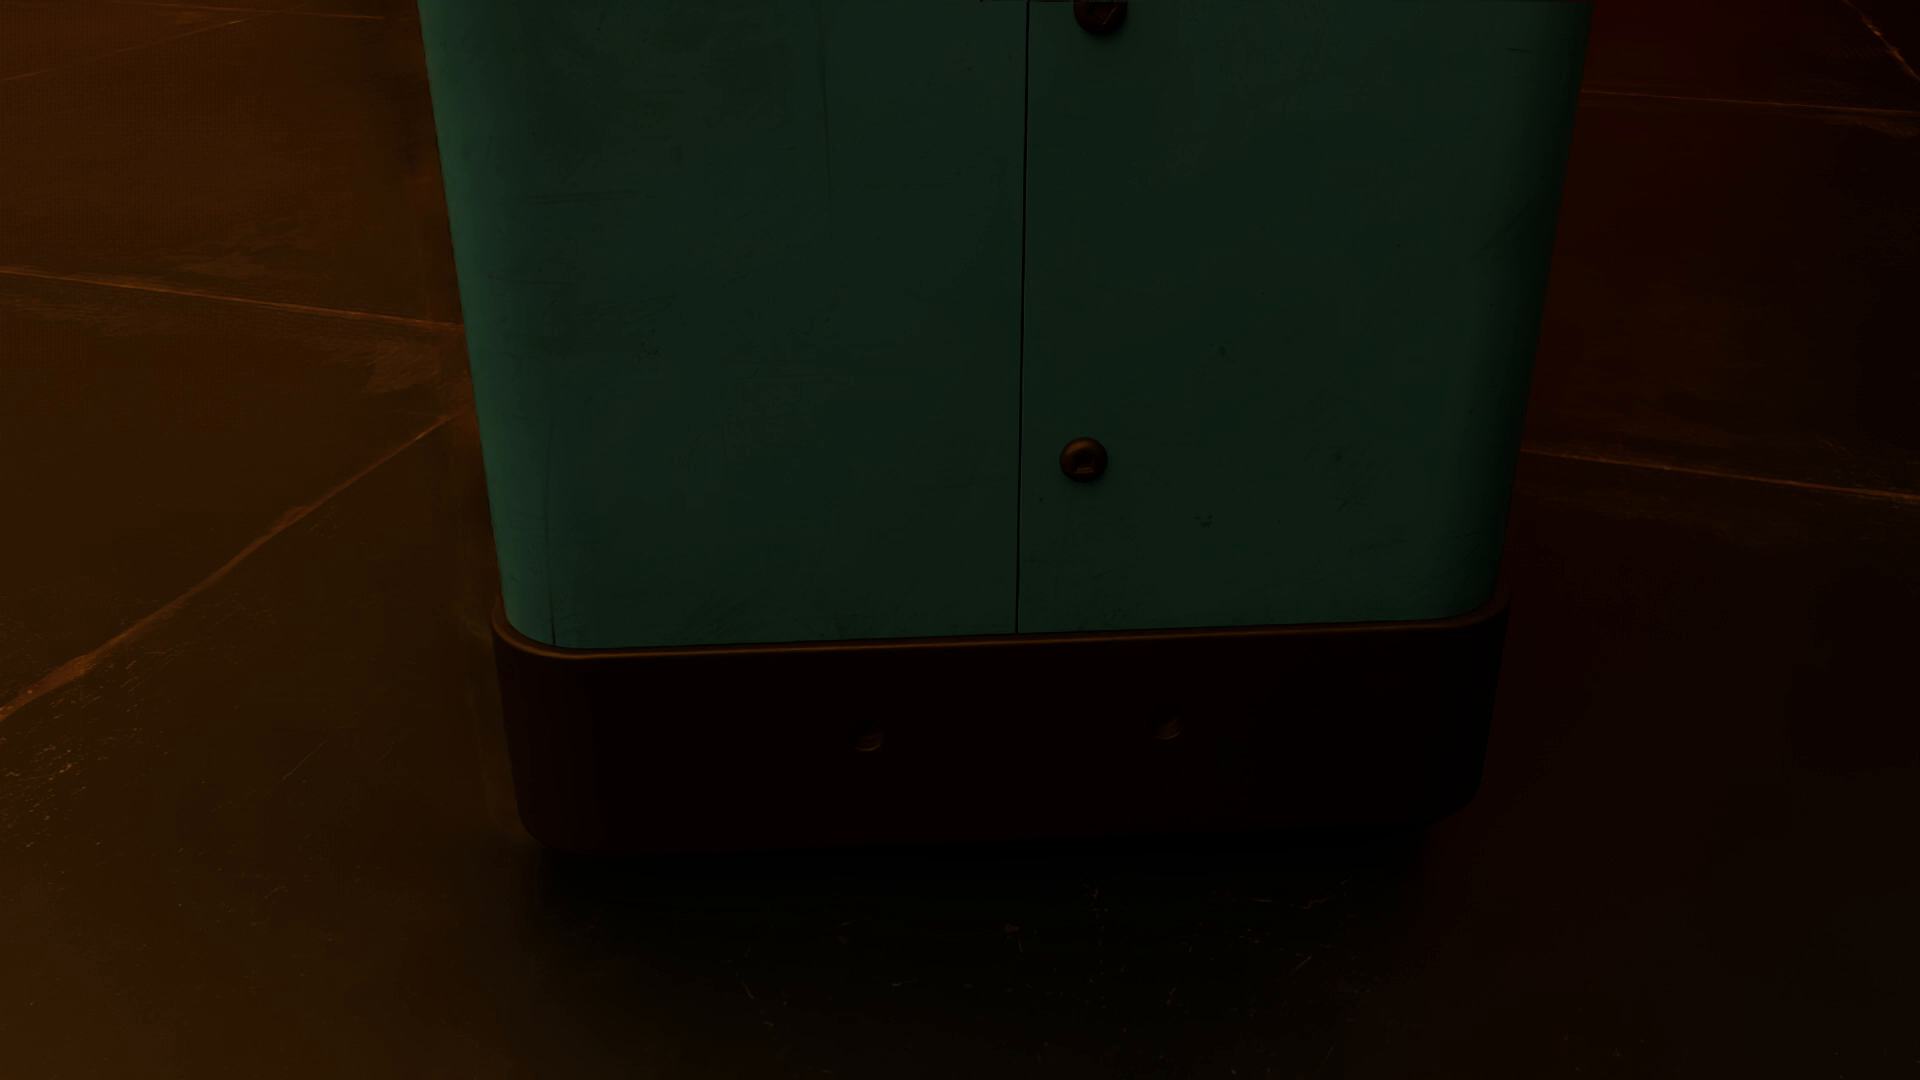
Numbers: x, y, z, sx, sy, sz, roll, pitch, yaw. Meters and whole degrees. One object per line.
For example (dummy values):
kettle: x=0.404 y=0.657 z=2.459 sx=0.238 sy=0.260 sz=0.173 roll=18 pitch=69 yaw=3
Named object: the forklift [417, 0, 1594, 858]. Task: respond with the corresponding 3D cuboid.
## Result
forklift: x=-0.048 y=-1.615 z=2.441 sx=1.130 sy=2.935 sz=3.031 roll=-2 pitch=27 yaw=-4
